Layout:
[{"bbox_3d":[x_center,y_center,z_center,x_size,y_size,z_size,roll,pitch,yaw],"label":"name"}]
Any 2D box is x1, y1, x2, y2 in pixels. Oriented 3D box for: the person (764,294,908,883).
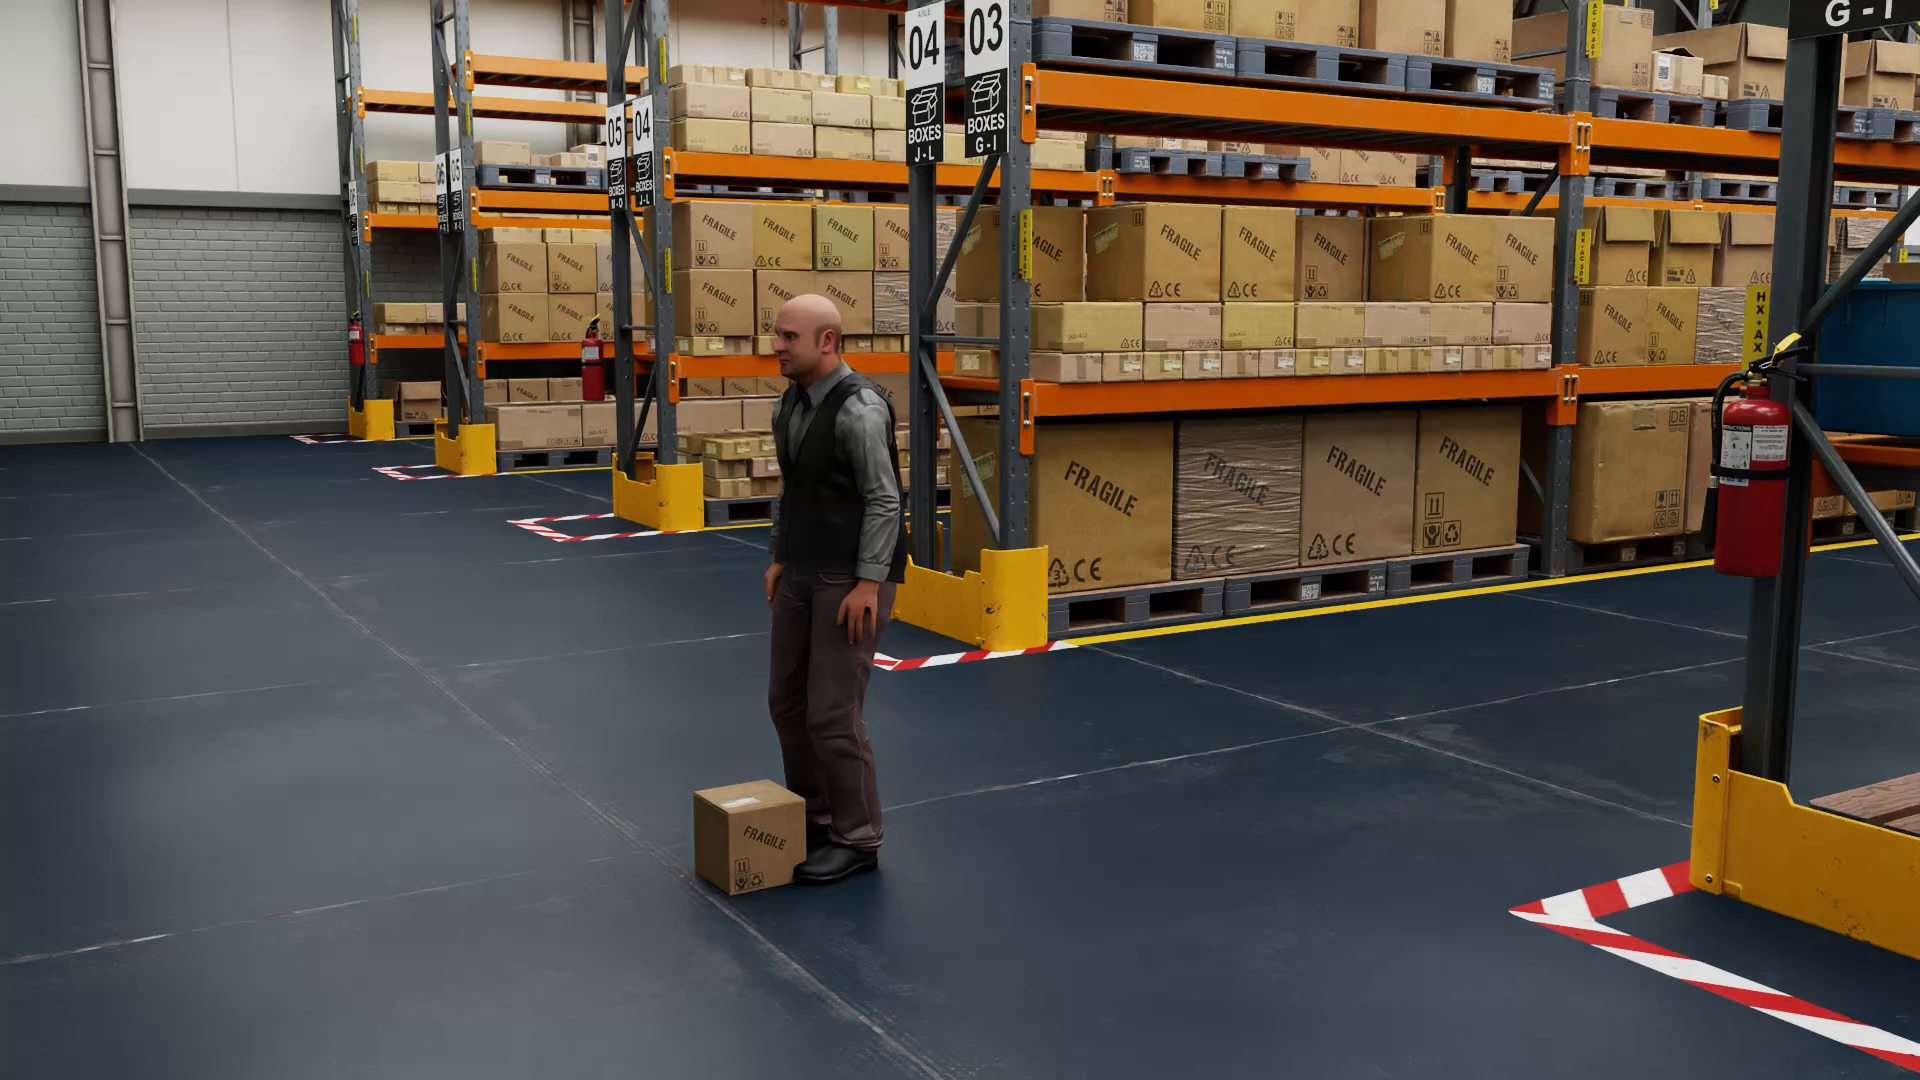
[{"bbox_3d":[-0.386,0.131,4.988,0.425,1.719,0.583,-5,10,-34],"label":"person"}]
